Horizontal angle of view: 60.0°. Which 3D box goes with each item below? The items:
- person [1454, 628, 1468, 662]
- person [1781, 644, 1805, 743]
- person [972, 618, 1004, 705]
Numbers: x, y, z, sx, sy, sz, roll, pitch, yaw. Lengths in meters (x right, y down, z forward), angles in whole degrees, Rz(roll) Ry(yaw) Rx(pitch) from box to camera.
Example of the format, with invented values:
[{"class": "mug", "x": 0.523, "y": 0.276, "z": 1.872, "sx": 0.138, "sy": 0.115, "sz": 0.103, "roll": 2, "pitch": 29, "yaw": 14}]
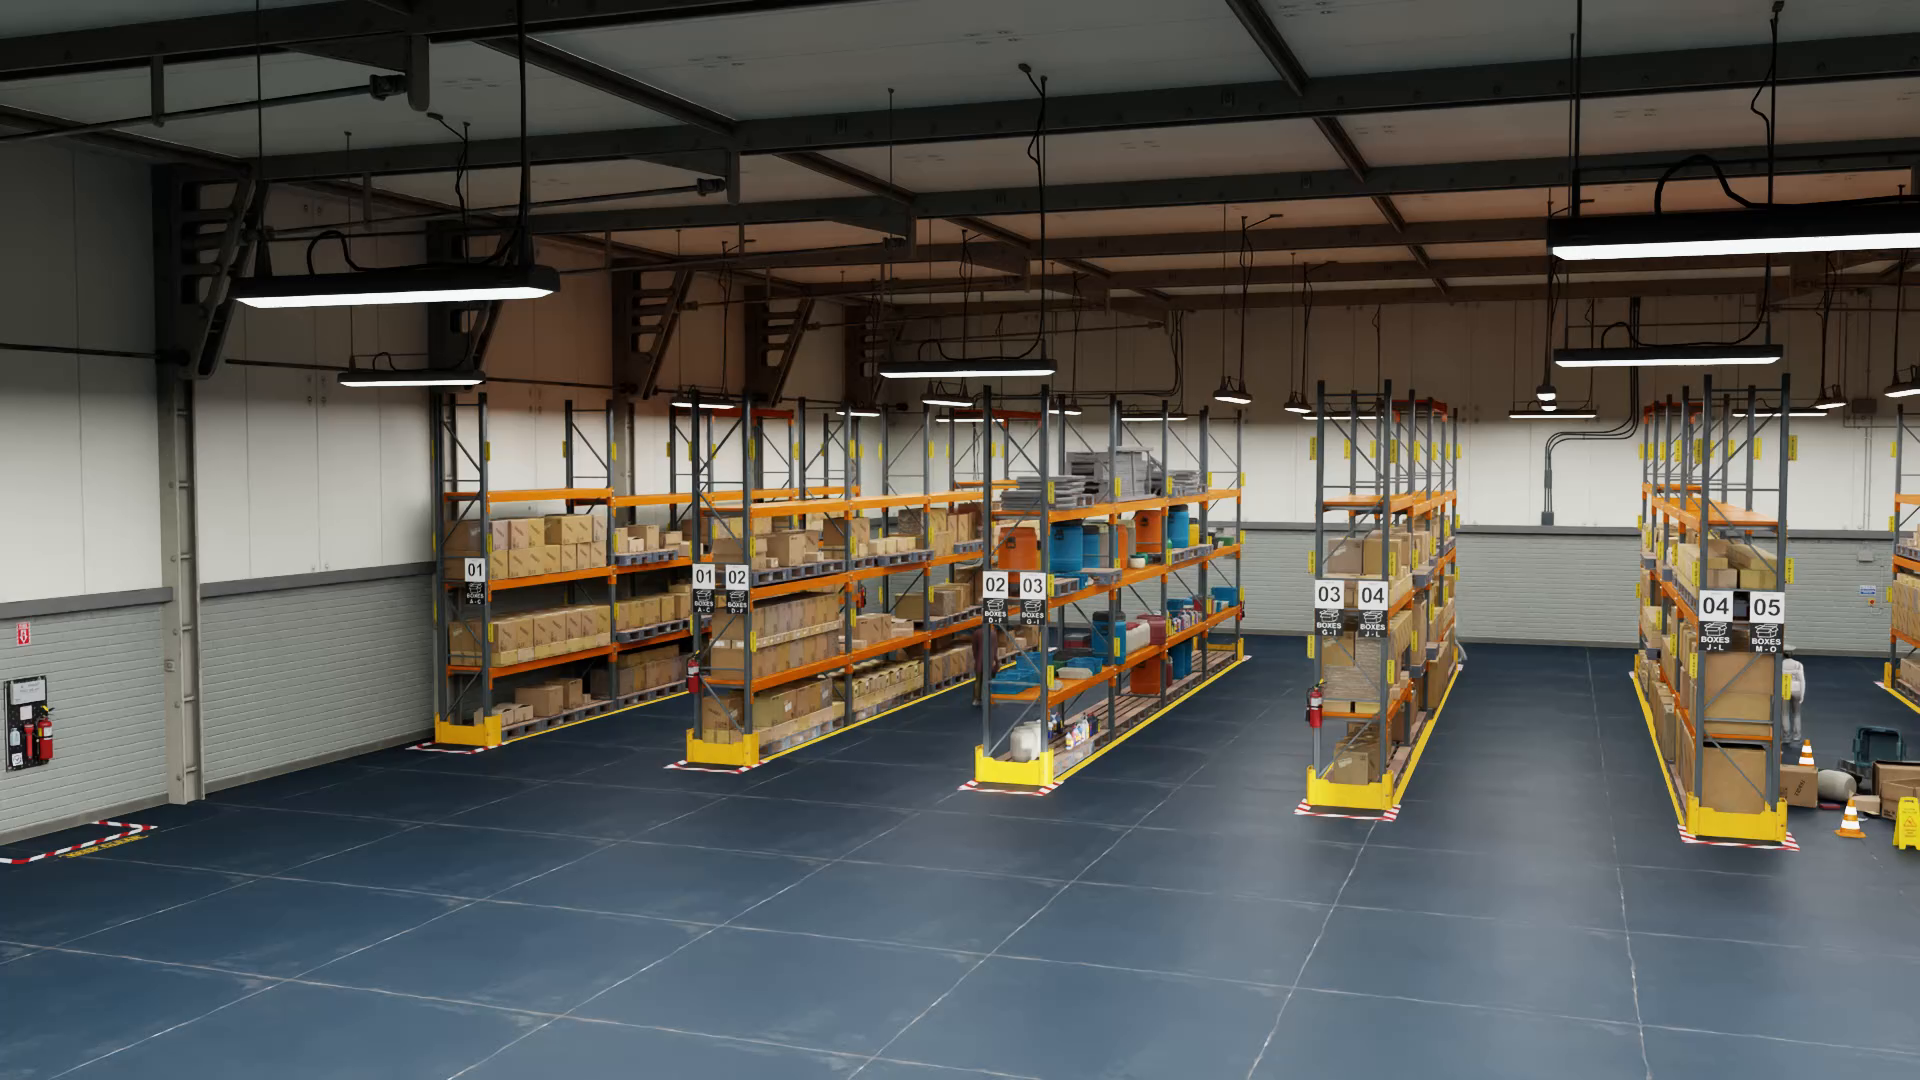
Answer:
[{"class": "person", "x": 11.512, "y": 2.064, "z": 39.349, "sx": 0.974, "sy": 1.634, "sz": 0.486, "roll": 1, "pitch": 3, "yaw": 22}, {"class": "person", "x": 14.205, "y": 2.664, "z": 28.509, "sx": 0.513, "sy": 1.739, "sz": 0.409, "roll": 1, "pitch": 3, "yaw": 18}, {"class": "person", "x": 0.485, "y": 2.391, "z": 32.711, "sx": 0.578, "sy": 1.814, "sz": 0.744, "roll": 1, "pitch": 3, "yaw": 23}]
